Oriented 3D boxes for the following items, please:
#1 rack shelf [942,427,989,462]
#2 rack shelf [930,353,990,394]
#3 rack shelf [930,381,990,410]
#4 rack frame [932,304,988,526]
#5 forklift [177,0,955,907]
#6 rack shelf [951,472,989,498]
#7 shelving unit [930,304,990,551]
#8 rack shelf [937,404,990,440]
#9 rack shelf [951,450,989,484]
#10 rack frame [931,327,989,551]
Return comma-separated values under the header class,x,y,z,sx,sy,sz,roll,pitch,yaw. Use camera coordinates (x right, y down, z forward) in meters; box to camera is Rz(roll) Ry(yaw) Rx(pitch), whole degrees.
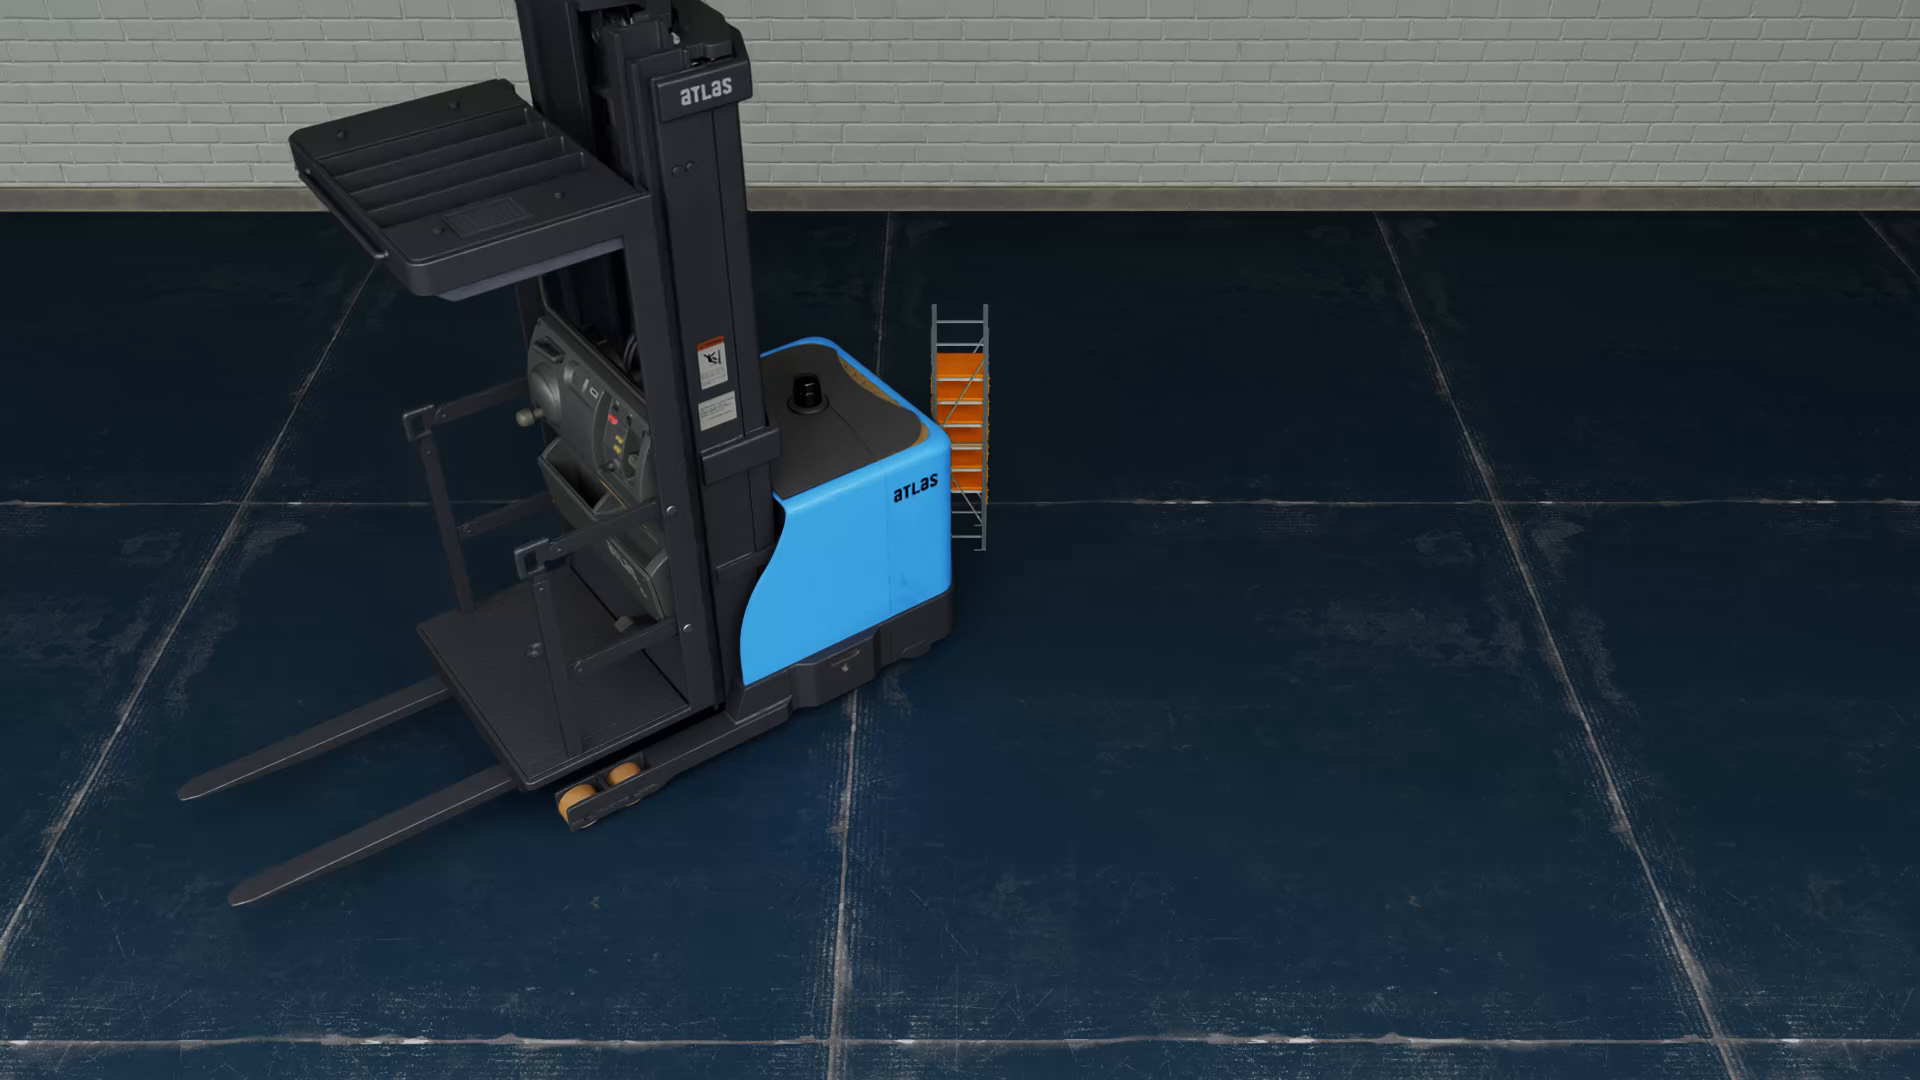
class,x,y,z,sx,sy,sz,roll,pitch,yaw
rack shelf,0.000,-0.443,7.414,0.258,0.103,0.180,0,39,0
rack shelf,0.000,-0.724,7.189,0.258,0.103,0.180,0,39,0
rack shelf,0.000,-0.630,7.264,0.258,0.103,0.180,0,39,0
rack frame,0.000,-0.534,7.457,0.240,1.200,0.006,0,39,0
forklift,-1.512,-0.418,5.928,3.031,2.935,1.130,-24,45,-27
rack shelf,0.000,-0.255,7.564,0.258,0.103,0.180,0,39,0
shelving unit,0.000,-0.477,7.386,0.258,1.200,0.189,0,39,0
rack shelf,0.000,-0.536,7.339,0.258,0.103,0.180,0,39,0
rack shelf,0.000,-0.349,7.489,0.258,0.103,0.180,0,39,0
rack frame,0.000,-0.420,7.315,0.240,1.200,0.006,0,39,0
